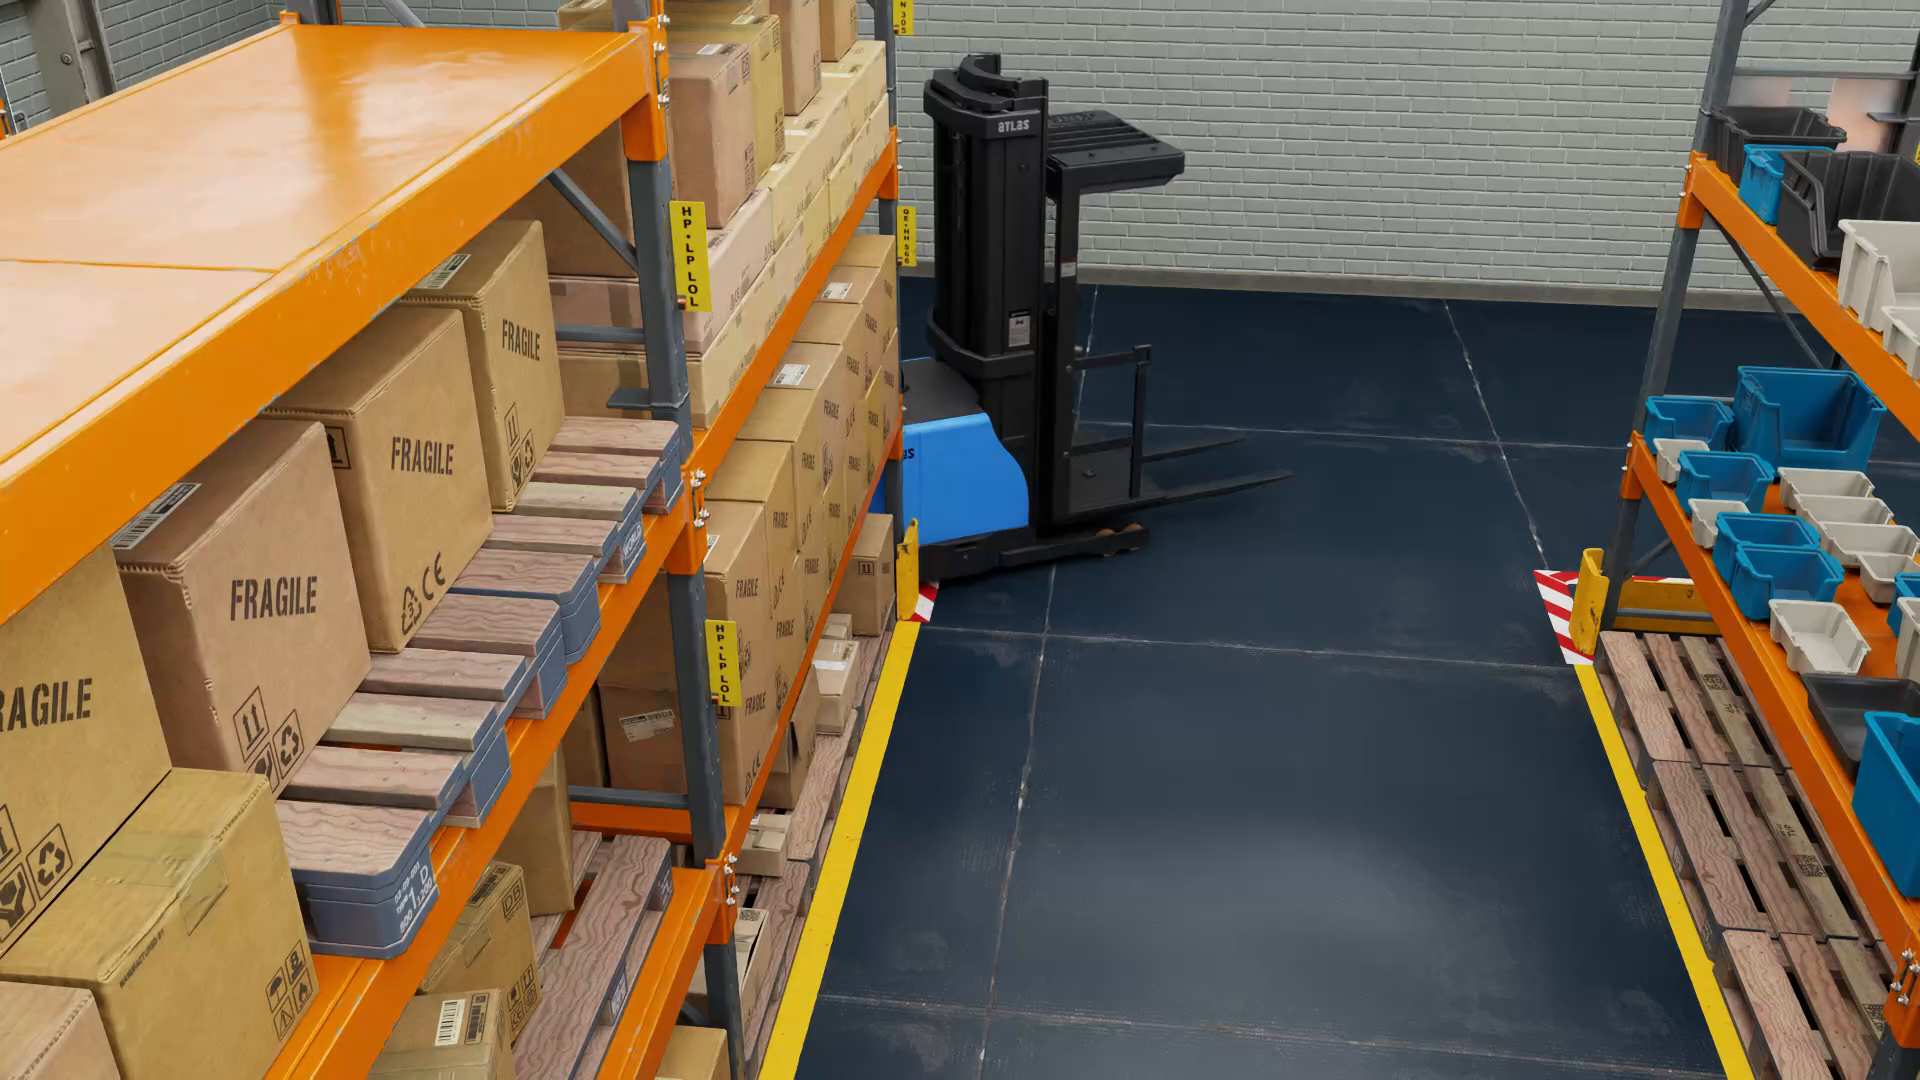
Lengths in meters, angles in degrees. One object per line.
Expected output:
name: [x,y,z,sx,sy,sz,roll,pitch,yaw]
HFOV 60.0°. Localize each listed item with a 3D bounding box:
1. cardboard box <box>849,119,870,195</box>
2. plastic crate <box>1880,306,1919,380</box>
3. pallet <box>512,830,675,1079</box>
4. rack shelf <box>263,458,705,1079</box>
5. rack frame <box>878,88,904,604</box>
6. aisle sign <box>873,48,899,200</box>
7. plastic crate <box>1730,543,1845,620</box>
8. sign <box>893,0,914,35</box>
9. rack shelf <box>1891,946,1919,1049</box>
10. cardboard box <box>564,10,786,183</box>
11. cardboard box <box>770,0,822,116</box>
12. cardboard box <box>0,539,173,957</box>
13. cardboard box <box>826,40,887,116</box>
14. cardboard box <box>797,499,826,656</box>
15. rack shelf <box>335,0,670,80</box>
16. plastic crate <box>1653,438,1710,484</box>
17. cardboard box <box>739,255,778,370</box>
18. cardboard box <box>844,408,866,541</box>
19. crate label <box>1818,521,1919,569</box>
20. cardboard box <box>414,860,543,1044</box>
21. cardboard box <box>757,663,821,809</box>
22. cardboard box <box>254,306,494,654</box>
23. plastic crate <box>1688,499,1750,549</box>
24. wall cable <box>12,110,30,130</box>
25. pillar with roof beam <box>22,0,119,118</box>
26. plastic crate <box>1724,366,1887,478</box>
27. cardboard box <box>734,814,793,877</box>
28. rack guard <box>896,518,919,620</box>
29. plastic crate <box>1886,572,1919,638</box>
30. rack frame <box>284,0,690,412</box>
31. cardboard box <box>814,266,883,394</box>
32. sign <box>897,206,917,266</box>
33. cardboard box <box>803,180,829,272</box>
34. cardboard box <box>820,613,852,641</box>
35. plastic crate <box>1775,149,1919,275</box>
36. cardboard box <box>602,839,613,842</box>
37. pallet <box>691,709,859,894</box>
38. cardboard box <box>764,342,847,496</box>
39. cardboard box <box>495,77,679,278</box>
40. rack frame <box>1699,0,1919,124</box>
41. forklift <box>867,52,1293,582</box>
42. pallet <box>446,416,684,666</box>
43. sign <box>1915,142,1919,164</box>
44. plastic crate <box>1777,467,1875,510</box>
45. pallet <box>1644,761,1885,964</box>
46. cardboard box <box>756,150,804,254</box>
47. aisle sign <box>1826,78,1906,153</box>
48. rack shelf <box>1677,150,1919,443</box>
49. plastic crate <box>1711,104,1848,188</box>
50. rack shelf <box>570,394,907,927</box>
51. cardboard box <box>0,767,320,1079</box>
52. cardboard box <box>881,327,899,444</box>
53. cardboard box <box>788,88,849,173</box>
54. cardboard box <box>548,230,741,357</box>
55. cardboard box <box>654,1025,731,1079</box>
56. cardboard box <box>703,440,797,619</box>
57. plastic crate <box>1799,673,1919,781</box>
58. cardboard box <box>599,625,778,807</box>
cardboard box: [-0.704,-1.763,7.648,0.500,0.250,0.500,3,28,6]
plastic crate: [3.373,-0.653,5.707,0.293,0.136,0.466,3,28,6]
pallet: [-1.527,1.337,5.101,1.003,0.211,1.213,3,28,6]
rack shelf: [-1.566,0.820,3.453,1.077,0.370,4.000,3,28,6]
rack frame: [-0.831,-1.000,9.236,1.000,3.000,0.127,3,28,6]
aisle sign: [-0.518,-2.159,8.646,0.394,0.787,0.004,3,28,6]
plastic crate: [3.530,0.195,7.131,0.416,0.233,0.300,3,28,6]
sign: [-0.282,-2.669,8.238,0.100,0.325,0.005,3,28,6]
rack shelf: [3.350,2.430,3.627,1.077,0.370,4.000,3,28,6]
cardboard box: [-1.042,-1.616,6.057,0.700,0.500,0.500,3,28,6]
cardboard box: [-0.977,-2.090,6.937,0.700,0.500,0.500,3,28,6]
cardboard box: [-1.626,0.275,2.546,0.500,0.500,0.500,3,28,6]
cardboard box: [-0.640,-2.218,7.966,0.500,0.250,0.500,3,28,6]
cardboard box: [-0.865,0.138,7.018,0.500,0.500,0.500,3,28,6]
rack shelf: [-1.076,-2.382,6.238,1.077,0.370,4.000,3,28,6]
plastic crate: [3.607,-0.378,8.296,0.250,0.136,0.298,3,28,6]
cardboard box: [-0.950,-0.822,5.900,0.500,0.250,0.500,3,28,6]
cardboard box: [-0.742,-0.339,7.903,0.500,0.500,0.500,4,29,7]
crate label: [4.105,0.041,7.517,0.396,0.136,0.243,3,28,6]
cardboard box: [-1.622,1.191,4.621,0.700,0.500,0.500,8,29,14]
cardboard box: [-1.096,0.903,7.871,0.797,0.503,0.637,3,28,6]
cardboard box: [-1.515,-0.162,3.864,0.600,0.600,0.600,3,28,6]
plastic crate: [3.523,-0.059,7.703,0.250,0.136,0.298,3,28,6]
wall cable: [-6.529,-2.392,10.747,0.084,1.984,1.851,3,28,6]
pillar with roof beam: [-2.002,-4.999,10.333,9.100,9.000,0.400,3,28,6]
plastic crate: [4.229,-0.584,8.364,0.616,0.435,0.499,3,28,6]
cardboard box: [-0.958,1.343,7.409,0.380,0.166,0.250,3,28,6]
rack guard: [-0.840,0.136,9.763,1.175,0.500,0.348,3,28,6]
plastic crate: [4.088,0.318,6.902,0.416,0.233,0.300,3,28,6]
rack frame: [-1.321,-1.759,4.319,1.000,3.000,0.127,3,28,6]
cardboard box: [-0.673,-1.021,8.116,0.500,0.500,0.500,4,29,8]
sign: [-0.282,-1.608,8.810,0.100,0.325,0.005,3,28,6]
cardboard box: [-0.830,-1.293,6.774,0.500,0.250,0.500,3,28,6]
cardboard box: [-0.792,0.509,8.958,0.380,0.166,0.250,3,28,6]
plastic crate: [3.625,-1.301,6.697,0.504,0.338,0.767,3,28,6]
cardboard box: [-1.532,1.505,6.758,0.500,0.500,0.500,3,28,6]
pallet: [-1.089,1.211,8.072,1.003,0.211,1.213,3,28,6]
cardboard box: [-0.795,-0.535,7.213,0.500,0.500,0.500,4,29,8]
cardboard box: [-1.299,-1.153,5.198,0.700,0.500,0.500,3,28,6]
rack frame: [4.085,-3.352,7.276,1.000,3.000,0.127,3,28,6]
forklift: [0.650,-1.411,10.070,3.031,2.935,1.130,-10,30,-19]
pallet: [-1.470,-0.052,4.512,1.213,0.211,1.003,3,28,6]
sign: [4.633,-1.961,7.967,0.100,0.325,0.005,3,28,6]
plastic crate: [4.165,-0.227,8.015,0.396,0.136,0.243,3,28,6]
pallet: [3.794,1.475,7.581,1.003,0.211,1.213,3,28,6]
cardboard box: [-0.882,-1.277,6.218,0.500,0.250,0.500,3,28,6]
aisle sign: [4.385,-1.872,8.114,0.394,0.787,0.004,3,28,6]
rack shelf: [3.840,-0.773,6.411,1.077,0.370,4.000,3,28,6]
plastic crate: [3.761,-1.809,7.712,0.497,0.269,0.590,3,28,6]
rack shelf: [-1.076,0.258,7.660,1.077,0.370,4.000,3,28,6]
cardboard box: [-1.665,0.709,2.796,0.910,0.500,0.500,3,28,6]
cardboard box: [-0.615,-0.818,8.792,0.500,0.500,0.500,4,29,8]
cardboard box: [-0.766,-1.748,7.092,0.500,0.250,0.500,3,28,6]
cardboard box: [-1.014,-0.807,5.345,0.500,0.250,0.500,3,28,6]
cardboard box: [-1.097,2.038,5.768,0.500,0.500,0.500,3,28,6]
cardboard box: [-0.921,-0.050,6.313,0.500,0.500,0.500,2,28,5]
plastic crate: [3.465,0.724,6.262,0.437,0.125,0.590,3,28,6]
cardboard box: [-0.988,0.614,6.134,0.500,0.500,0.500,4,29,8]
